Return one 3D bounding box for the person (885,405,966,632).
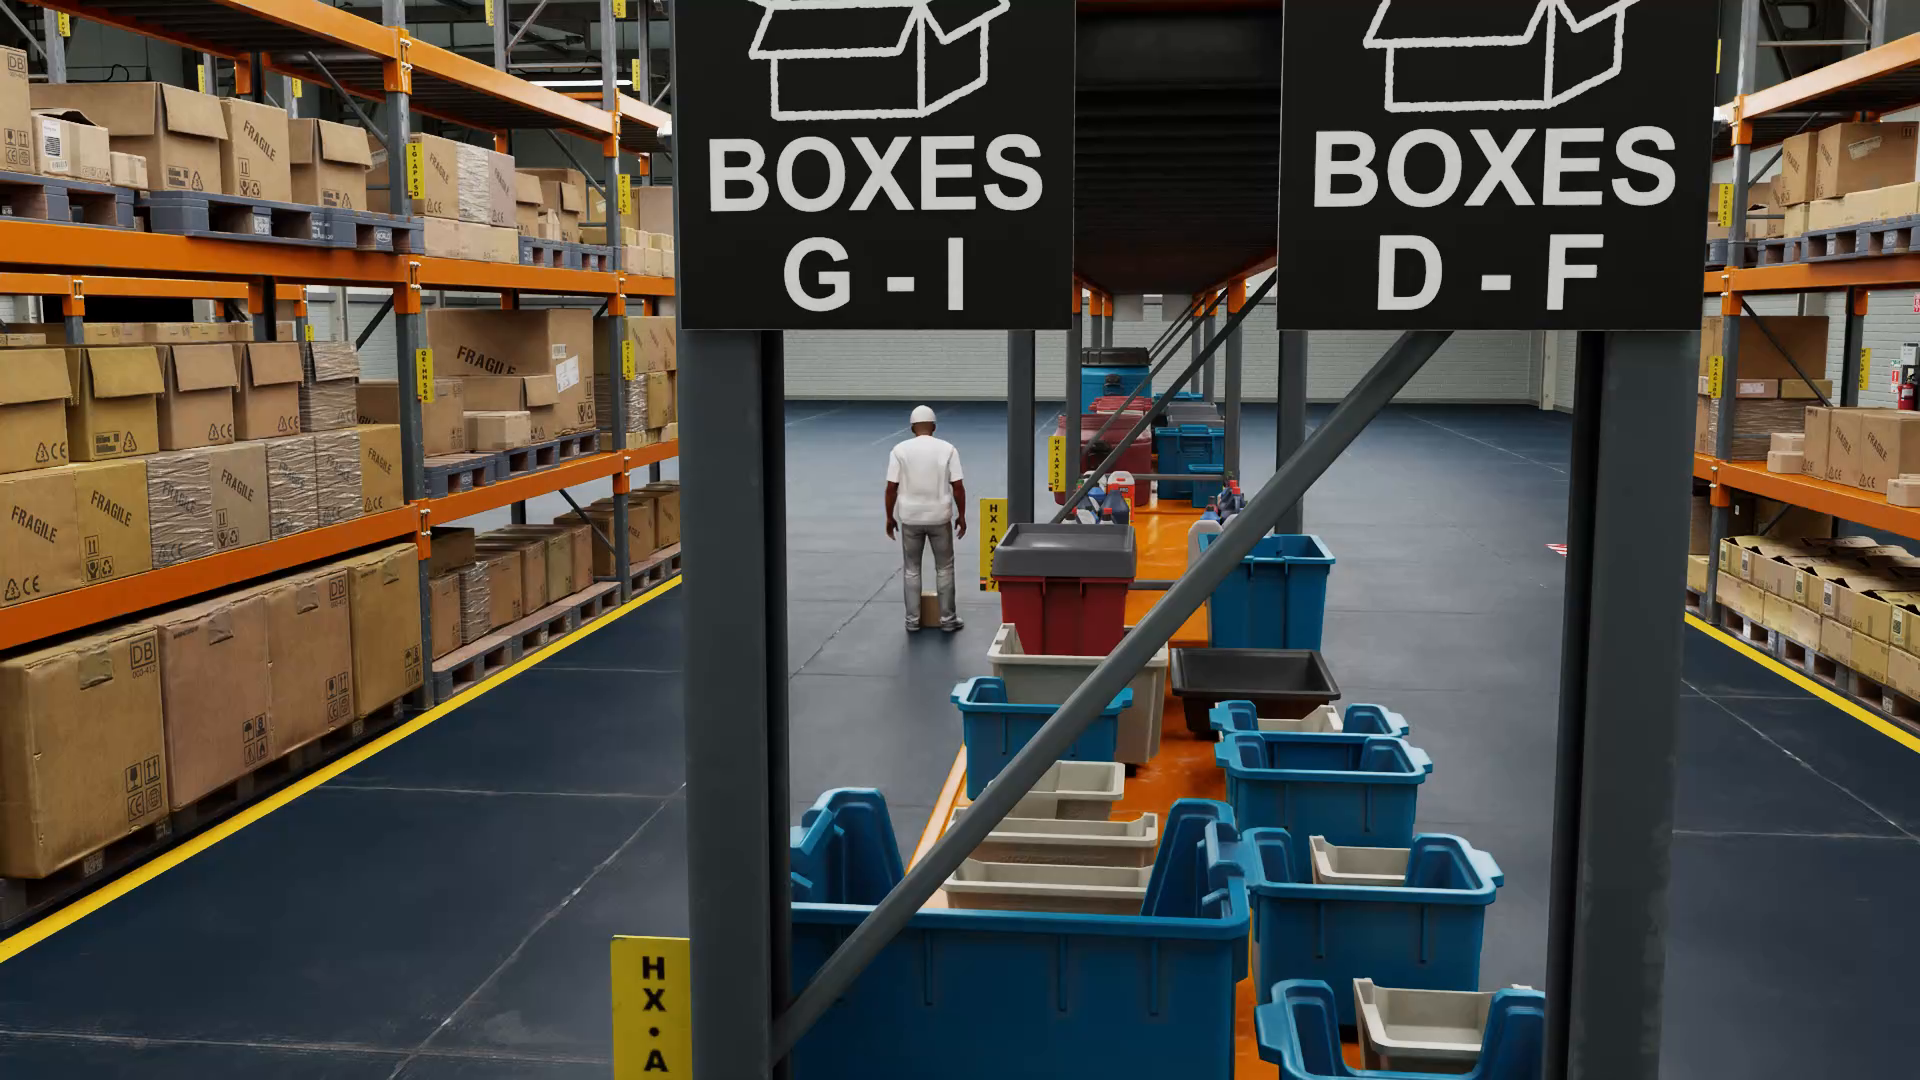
[{"bbox_3d":[-0.267,-0.169,13.003,0.633,1.759,0.461,0,8,3],"label":"person"}]
